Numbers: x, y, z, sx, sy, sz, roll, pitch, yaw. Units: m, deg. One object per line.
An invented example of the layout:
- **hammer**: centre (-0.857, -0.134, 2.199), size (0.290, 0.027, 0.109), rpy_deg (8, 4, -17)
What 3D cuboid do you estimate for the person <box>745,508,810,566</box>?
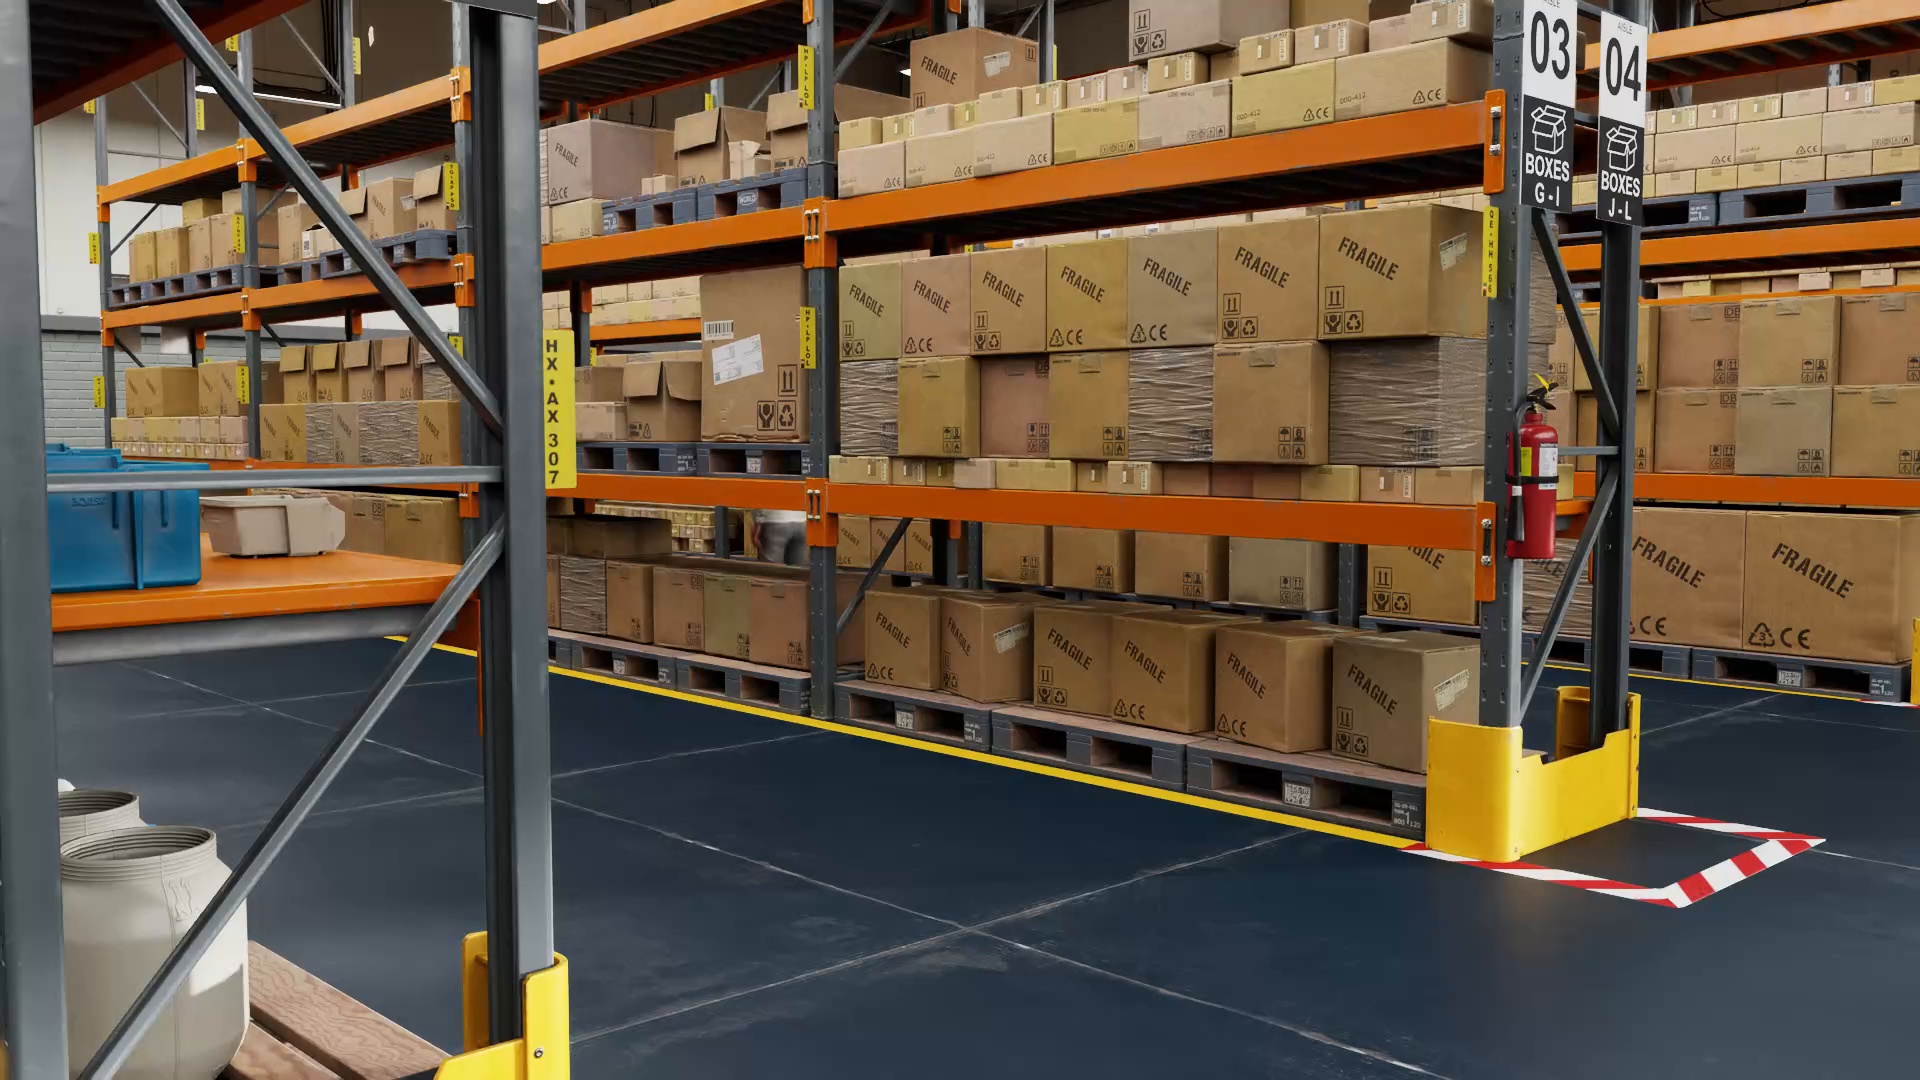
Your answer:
- **person**: centre (-1.334, -0.098, 12.360), size (0.552, 1.737, 0.442), rpy_deg (-4, 5, -42)
